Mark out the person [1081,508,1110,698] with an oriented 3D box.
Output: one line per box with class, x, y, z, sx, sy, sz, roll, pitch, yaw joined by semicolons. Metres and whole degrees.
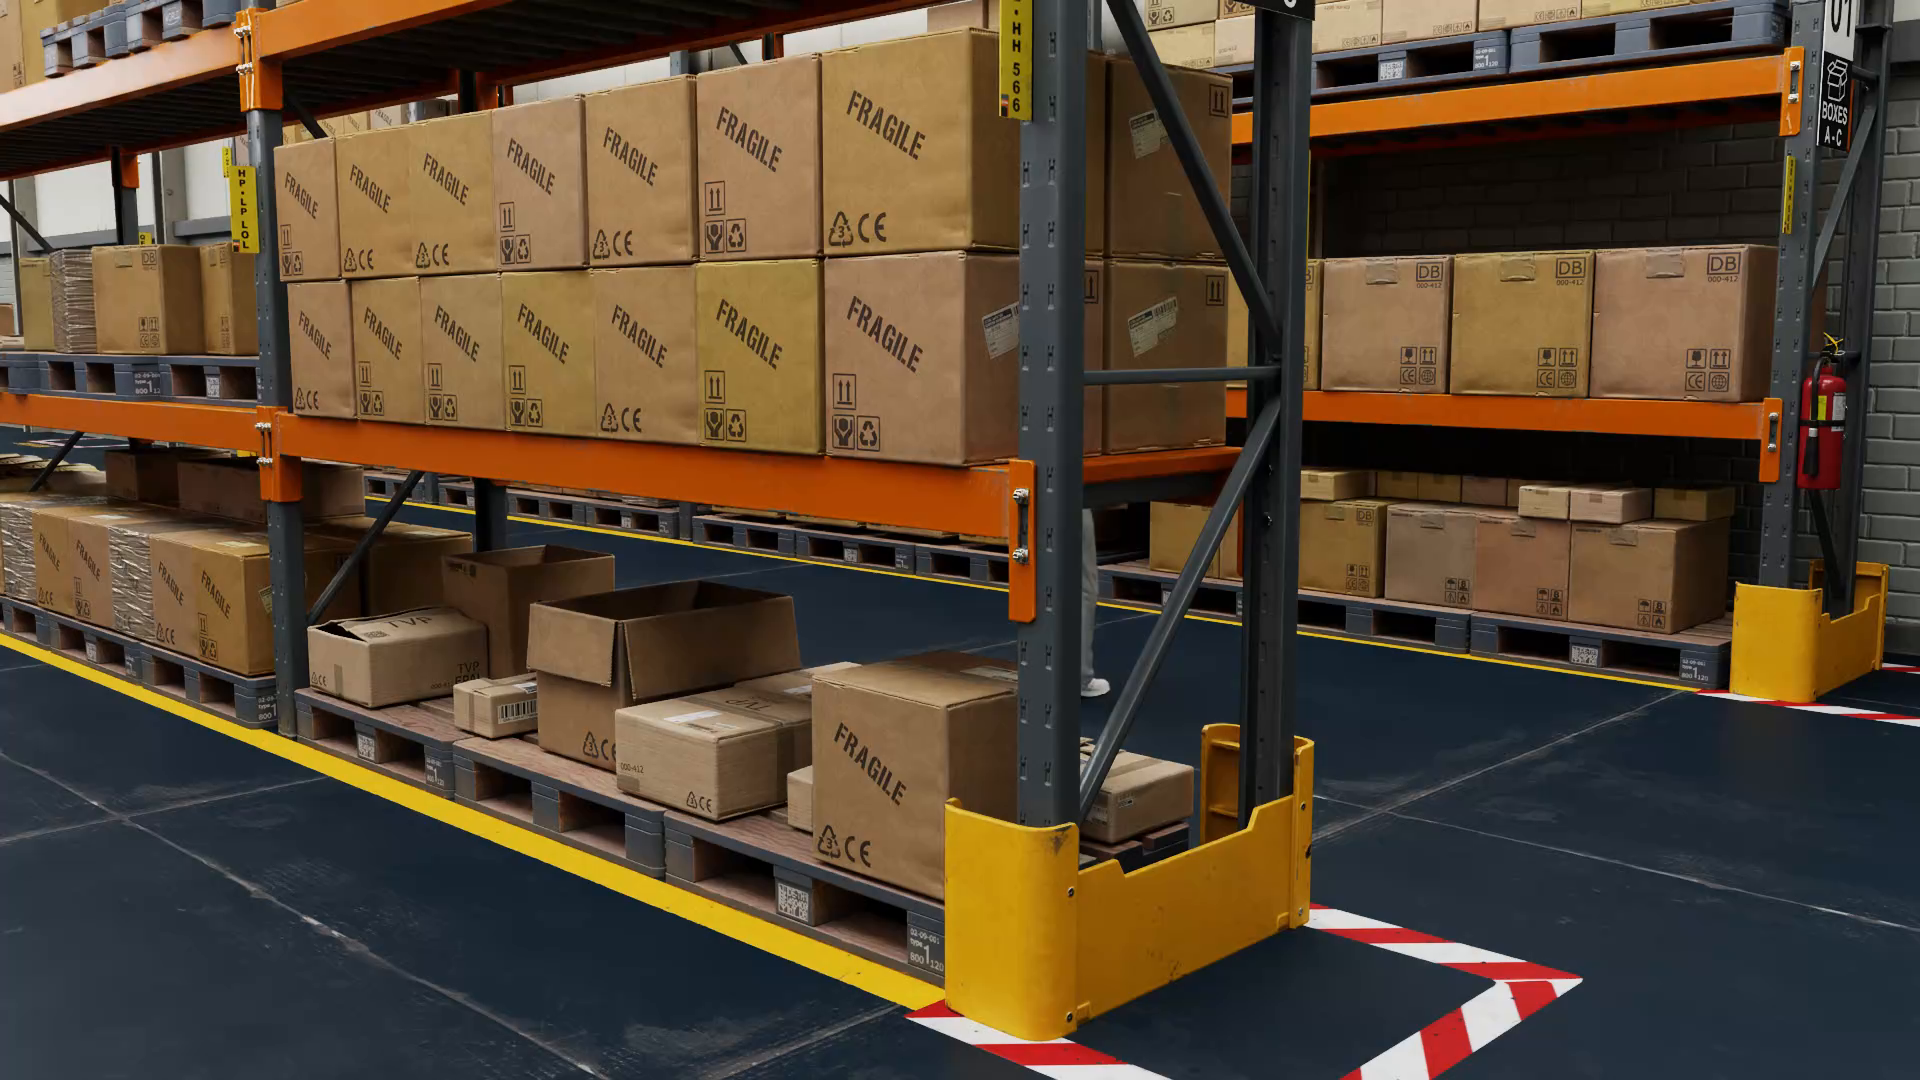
person;0.461;-0.144;7.419;0.461;1.674;0.503;7;10;43
